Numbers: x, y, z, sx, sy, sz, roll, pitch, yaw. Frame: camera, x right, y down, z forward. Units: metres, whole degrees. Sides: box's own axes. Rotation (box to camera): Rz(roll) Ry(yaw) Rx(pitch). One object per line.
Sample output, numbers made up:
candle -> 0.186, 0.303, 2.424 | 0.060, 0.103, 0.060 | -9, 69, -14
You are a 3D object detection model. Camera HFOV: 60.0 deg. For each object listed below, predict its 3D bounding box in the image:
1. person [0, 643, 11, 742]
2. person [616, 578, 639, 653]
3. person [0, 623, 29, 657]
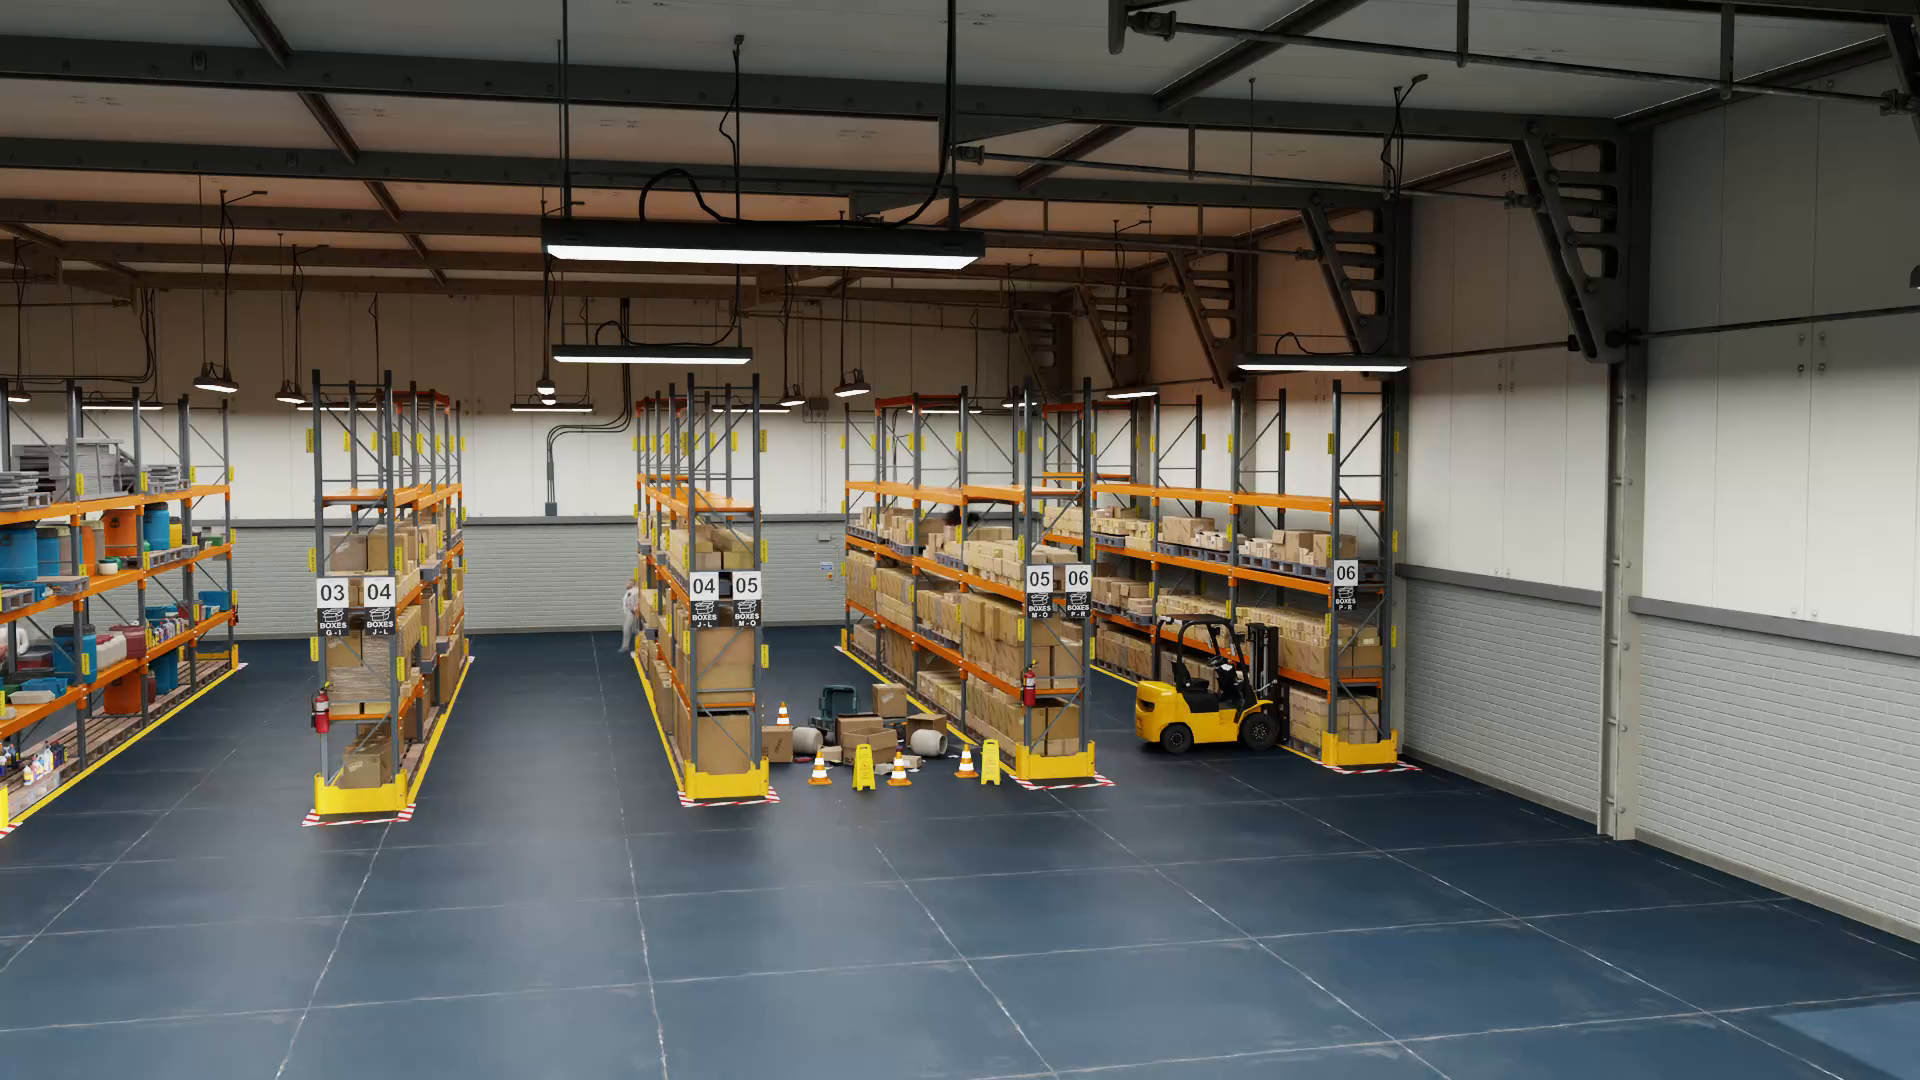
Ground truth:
person -> -15.962, 2.548, 27.639 | 0.630, 1.677, 0.733 | -1, 3, -19
person -> -7.873, 1.803, 40.104 | 0.937, 1.806, 0.724 | -2, 4, -27
person -> -18.112, 2.300, 31.672 | 0.687, 1.735, 0.745 | -2, 4, -27
